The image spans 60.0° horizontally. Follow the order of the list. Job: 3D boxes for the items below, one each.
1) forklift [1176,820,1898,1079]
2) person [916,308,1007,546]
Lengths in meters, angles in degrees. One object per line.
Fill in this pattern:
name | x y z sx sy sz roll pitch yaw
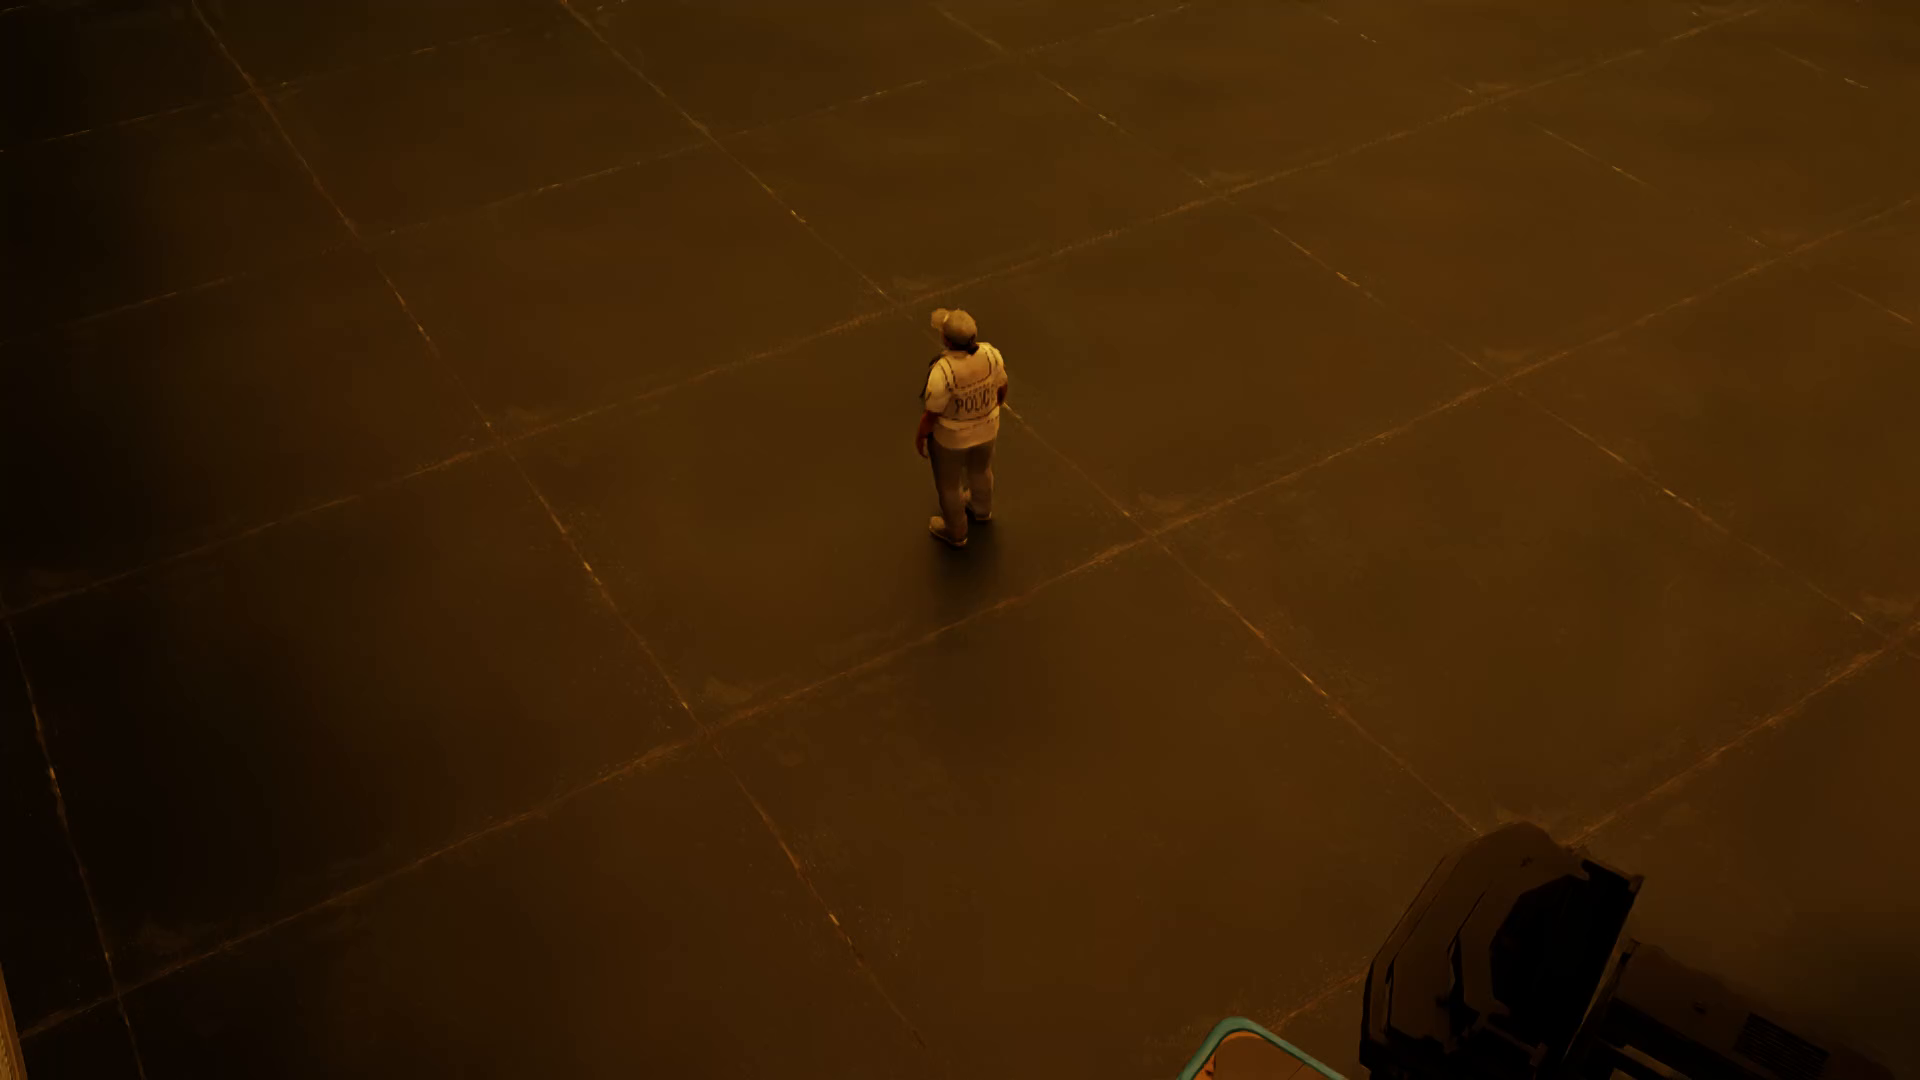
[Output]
forklift | 1.926 2.355 5.176 3.031 2.935 1.130 27 48 27
person | -0.022 -0.683 9.603 0.598 1.669 0.529 -23 46 -24
